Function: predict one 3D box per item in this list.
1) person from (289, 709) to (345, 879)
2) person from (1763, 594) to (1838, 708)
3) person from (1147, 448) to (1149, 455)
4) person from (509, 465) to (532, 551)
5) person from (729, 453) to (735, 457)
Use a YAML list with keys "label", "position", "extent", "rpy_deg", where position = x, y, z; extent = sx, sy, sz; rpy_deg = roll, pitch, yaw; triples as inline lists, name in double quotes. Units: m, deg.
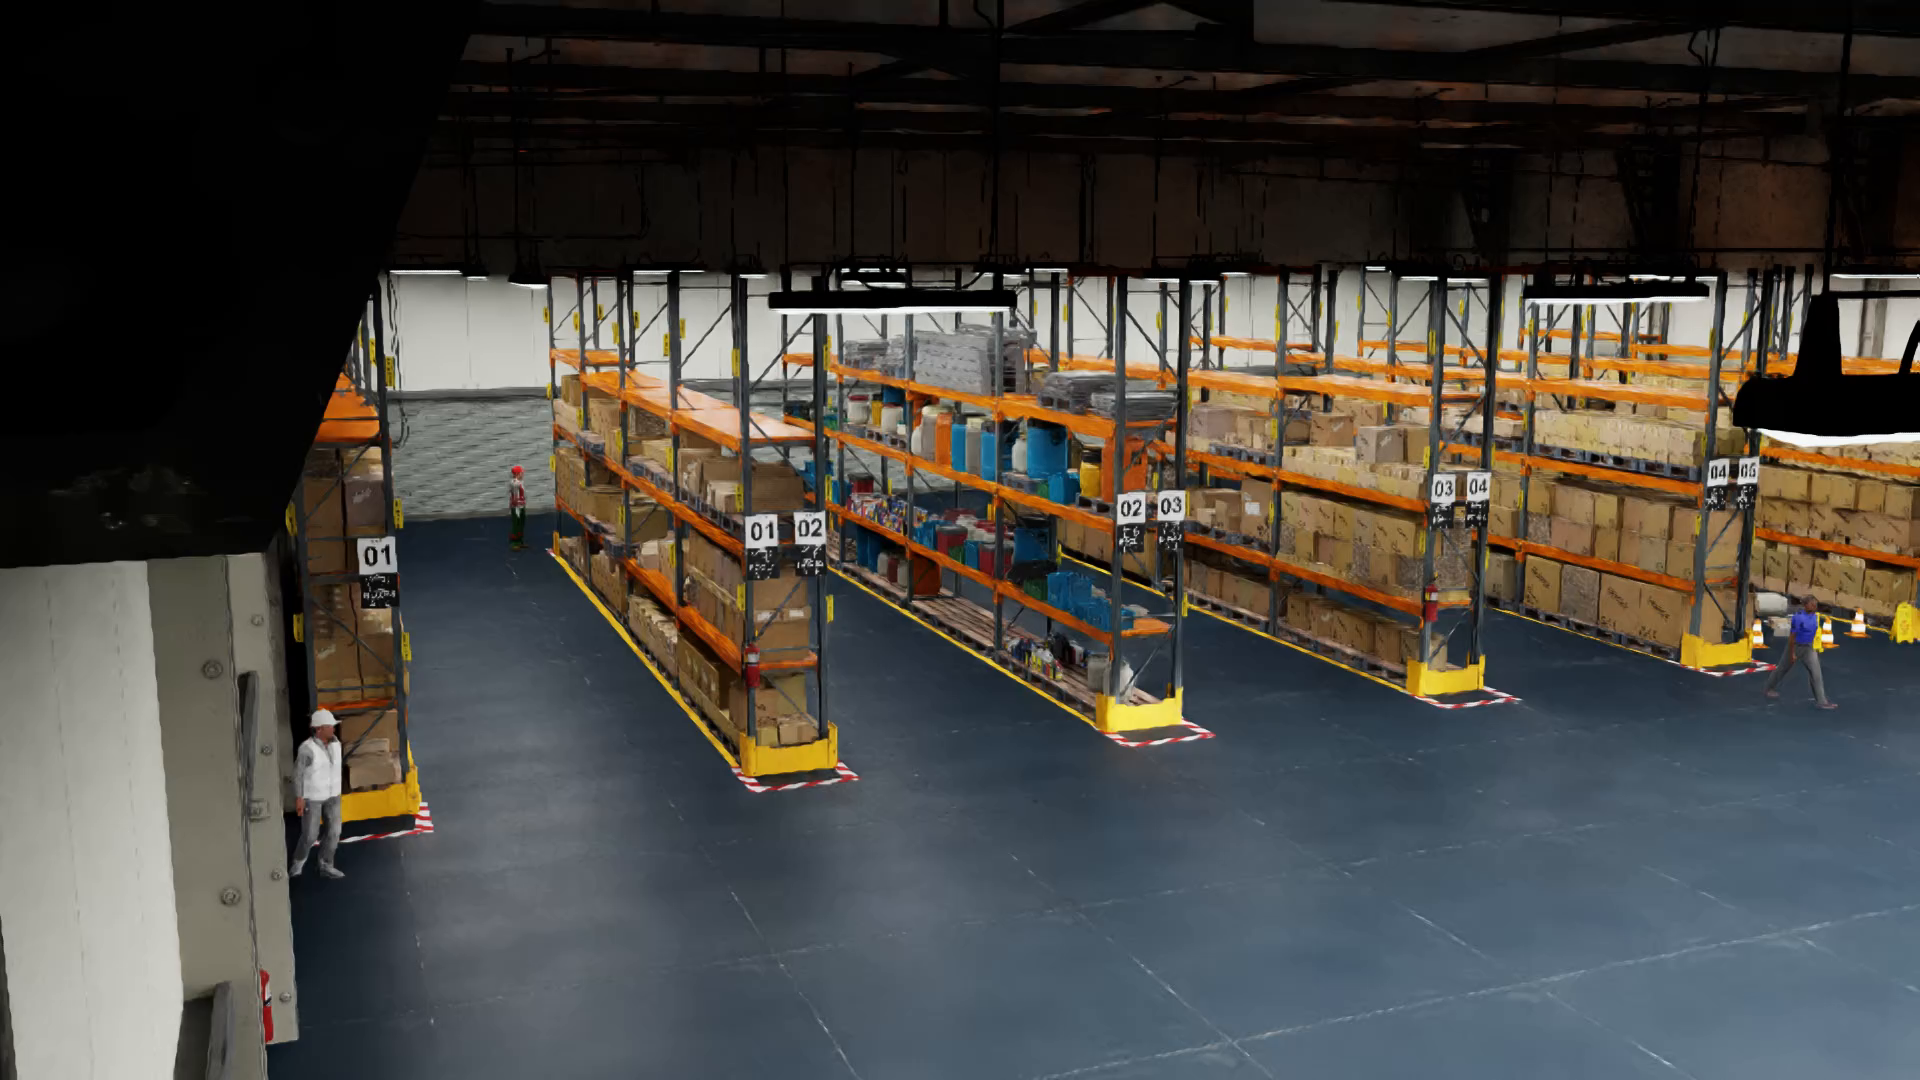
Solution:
- label: "person"
  position: [-6.532, 2.568, 16.876]
  extent: [0.570, 1.762, 0.575]
  rpy_deg: [6, 12, 32]
- label: "person"
  position: [11.792, 1.520, 23.300]
  extent: [0.447, 1.574, 1.088]
  rpy_deg: [-3, 10, -19]
- label: "person"
  position: [4.585, -1.919, 42.561]
  extent: [0.569, 1.780, 0.598]
  rpy_deg: [4, 11, 24]
- label: "person"
  position: [-9.390, -0.700, 35.382]
  extent: [0.390, 1.791, 0.608]
  rpy_deg: [0, 10, -2]
- label: "person"
  position: [-5.353, -1.214, 38.779]
  extent: [0.481, 1.656, 0.655]
  rpy_deg: [2, 10, 10]
